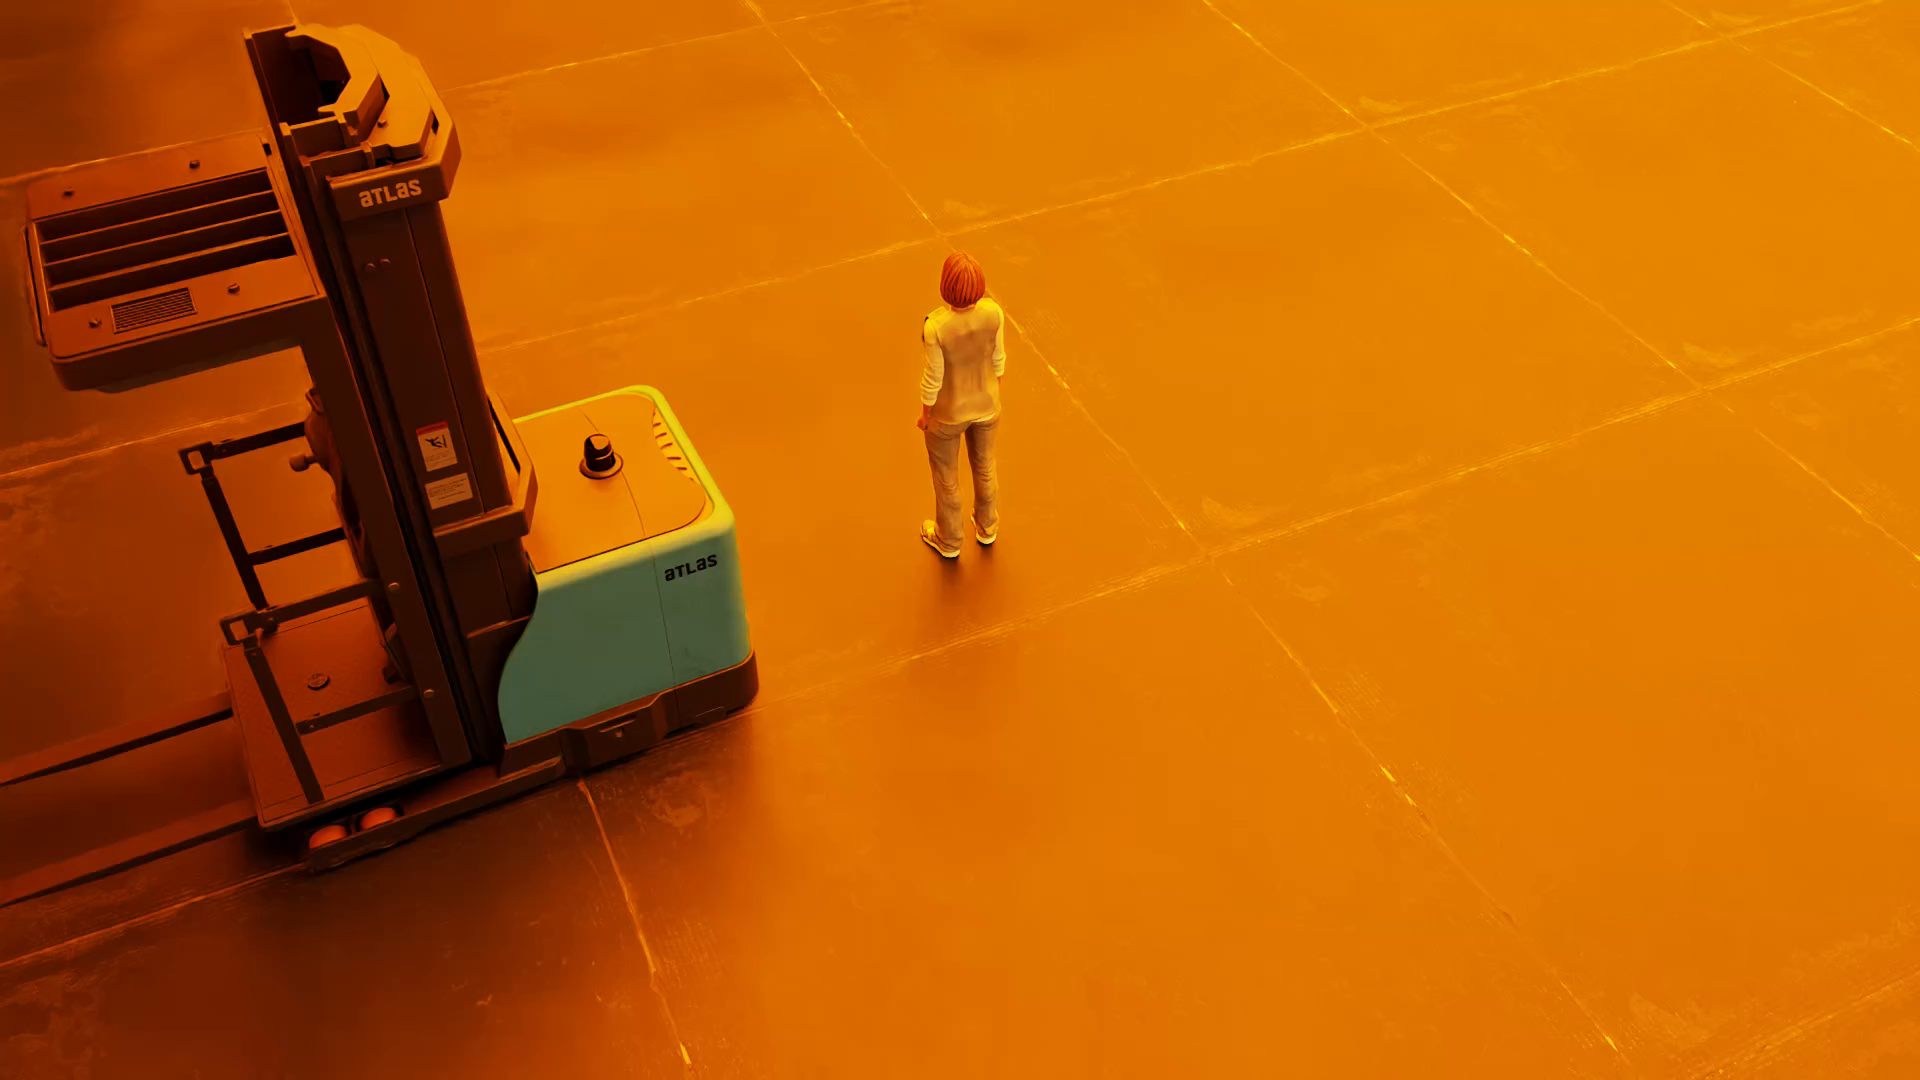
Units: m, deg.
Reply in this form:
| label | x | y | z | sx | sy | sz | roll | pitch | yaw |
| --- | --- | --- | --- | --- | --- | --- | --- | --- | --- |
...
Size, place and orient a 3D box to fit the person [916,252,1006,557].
| label | x | y | z | sx | sy | sz | roll | pitch | yaw |
| --- | --- | --- | --- | --- | --- | --- | --- | --- | --- |
| person | 0.000 | -0.585 | 7.284 | 0.402 | 1.601 | 0.326 | -18 | 46 | -18 |

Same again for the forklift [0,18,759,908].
| label | x | y | z | sx | sy | sz | roll | pitch | yaw |
| --- | --- | --- | --- | --- | --- | --- | --- | --- | --- |
| forklift | -2.406 | -0.216 | 5.912 | 3.031 | 2.935 | 1.130 | -19 | 46 | -19 |
